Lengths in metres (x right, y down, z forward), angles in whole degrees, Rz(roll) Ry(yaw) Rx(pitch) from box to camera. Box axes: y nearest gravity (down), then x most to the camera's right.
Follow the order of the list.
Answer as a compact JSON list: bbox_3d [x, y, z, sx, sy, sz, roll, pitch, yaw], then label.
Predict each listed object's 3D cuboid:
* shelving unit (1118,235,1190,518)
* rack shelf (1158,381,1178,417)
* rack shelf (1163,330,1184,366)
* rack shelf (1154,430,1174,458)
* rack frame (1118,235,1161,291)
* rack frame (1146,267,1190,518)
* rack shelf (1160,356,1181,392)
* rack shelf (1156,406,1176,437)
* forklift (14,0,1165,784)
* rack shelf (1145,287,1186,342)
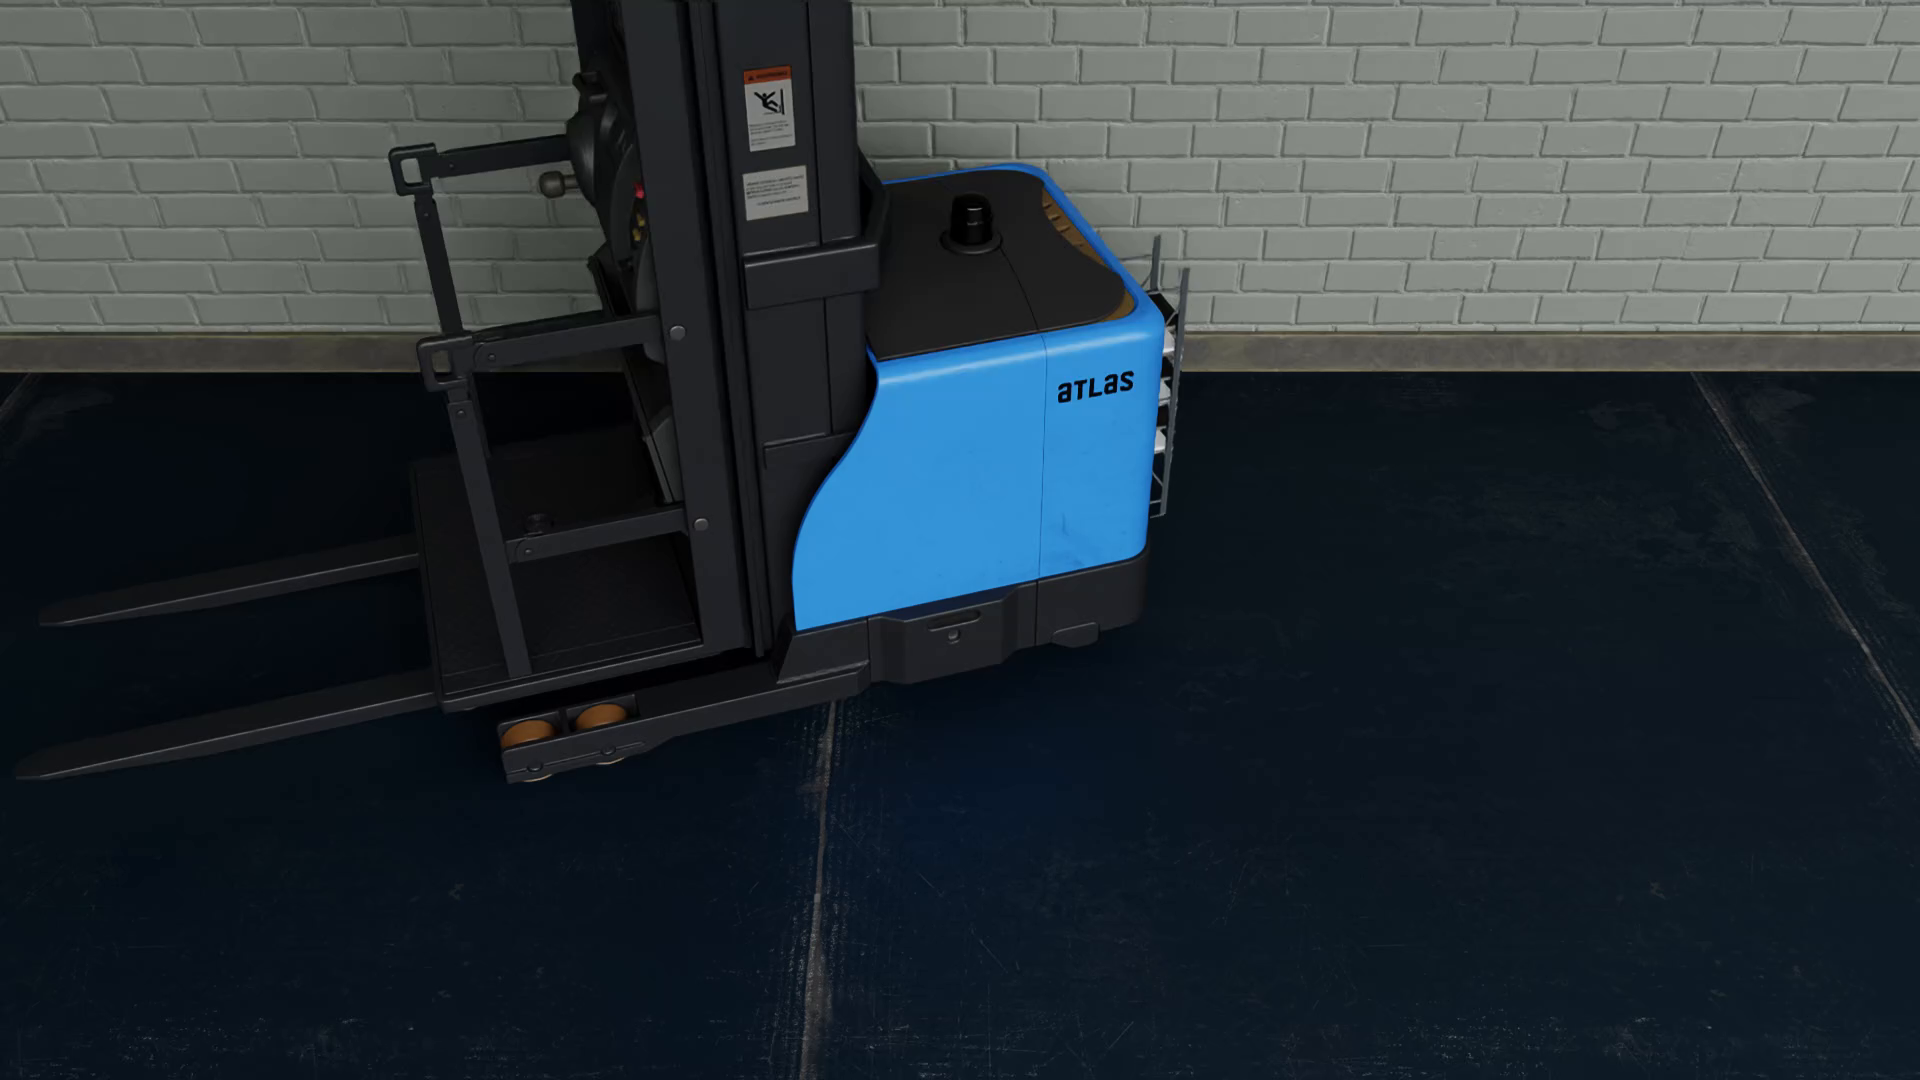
[{"bbox_3d":[0.515,-0.470,5.117,0.258,0.900,0.210,-12,40,-14],"label":"shelving unit"},{"bbox_3d":[0.515,-0.444,5.138,0.258,0.077,0.200,-12,40,-14],"label":"rack shelf"},{"bbox_3d":[0.515,-0.584,5.025,0.258,0.077,0.200,-12,40,-14],"label":"rack shelf"},{"bbox_3d":[0.515,-0.303,5.250,0.258,0.077,0.200,-12,40,-14],"label":"rack shelf"},{"bbox_3d":[0.483,-0.530,5.192,0.240,0.900,0.006,-12,40,-14],"label":"rack frame"},{"bbox_3d":[0.547,-0.410,5.041,0.240,0.900,0.006,-12,40,-14],"label":"rack frame"},{"bbox_3d":[0.515,-0.514,5.081,0.258,0.077,0.200,-12,40,-14],"label":"rack shelf"},{"bbox_3d":[0.515,-0.374,5.194,0.258,0.077,0.200,-12,40,-14],"label":"rack shelf"},{"bbox_3d":[-1.029,-0.871,3.993,3.031,2.935,1.130,-12,40,-14],"label":"forklift"},{"bbox_3d":[0.515,-0.655,4.969,0.258,0.077,0.200,-12,40,-14],"label":"rack shelf"}]
